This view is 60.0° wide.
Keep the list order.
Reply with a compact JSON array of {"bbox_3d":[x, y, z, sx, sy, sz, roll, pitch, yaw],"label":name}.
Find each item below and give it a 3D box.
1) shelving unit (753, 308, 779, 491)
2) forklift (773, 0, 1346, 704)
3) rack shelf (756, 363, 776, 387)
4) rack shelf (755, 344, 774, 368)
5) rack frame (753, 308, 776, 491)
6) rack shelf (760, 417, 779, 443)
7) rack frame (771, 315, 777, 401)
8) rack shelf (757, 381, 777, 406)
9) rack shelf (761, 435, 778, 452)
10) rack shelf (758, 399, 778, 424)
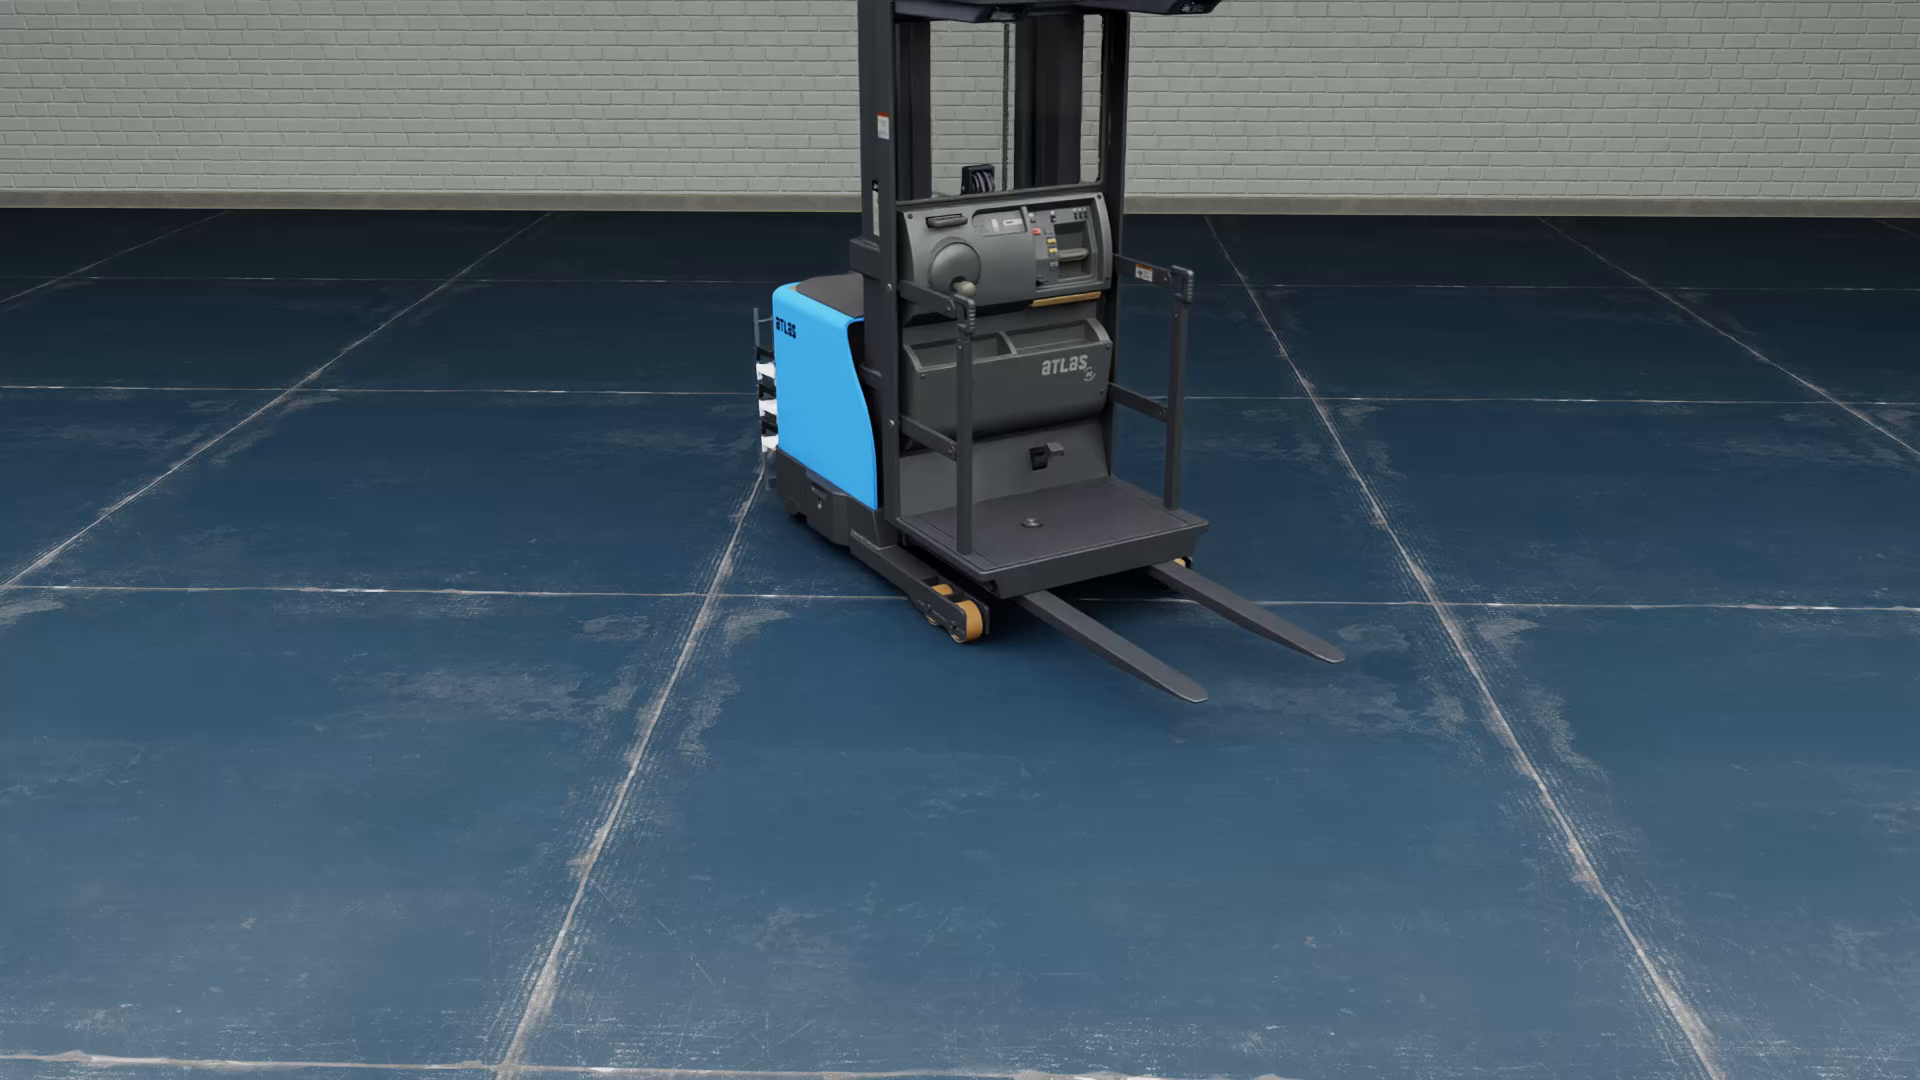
[{"bbox_3d":[-0.810,-0.665,7.984,0.258,0.900,0.210,-12,21,-28],"label":"shelving unit"},{"bbox_3d":[0.309,-1.153,6.449,1.130,2.935,3.031,-12,24,-28],"label":"forklift"},{"bbox_3d":[-0.814,-0.804,7.937,0.258,0.077,0.200,-12,21,-28],"label":"rack shelf"},{"bbox_3d":[-0.817,-0.889,7.908,0.258,0.077,0.200,-12,21,-28],"label":"rack shelf"},{"bbox_3d":[-0.862,-0.691,8.067,0.240,0.900,0.006,-12,21,-28],"label":"rack frame"},{"bbox_3d":[-0.807,-0.548,8.023,0.258,0.077,0.200,-12,21,-28],"label":"rack shelf"},{"bbox_3d":[-0.759,-0.638,7.900,0.240,0.900,0.006,-12,21,-28],"label":"rack frame"},{"bbox_3d":[-0.812,-0.718,7.966,0.258,0.077,0.200,-12,21,-28],"label":"rack shelf"},{"bbox_3d":[-0.805,-0.462,8.051,0.258,0.077,0.200,-12,21,-28],"label":"rack shelf"},{"bbox_3d":[-0.809,-0.633,7.994,0.258,0.077,0.200,-12,21,-28],"label":"rack shelf"}]
